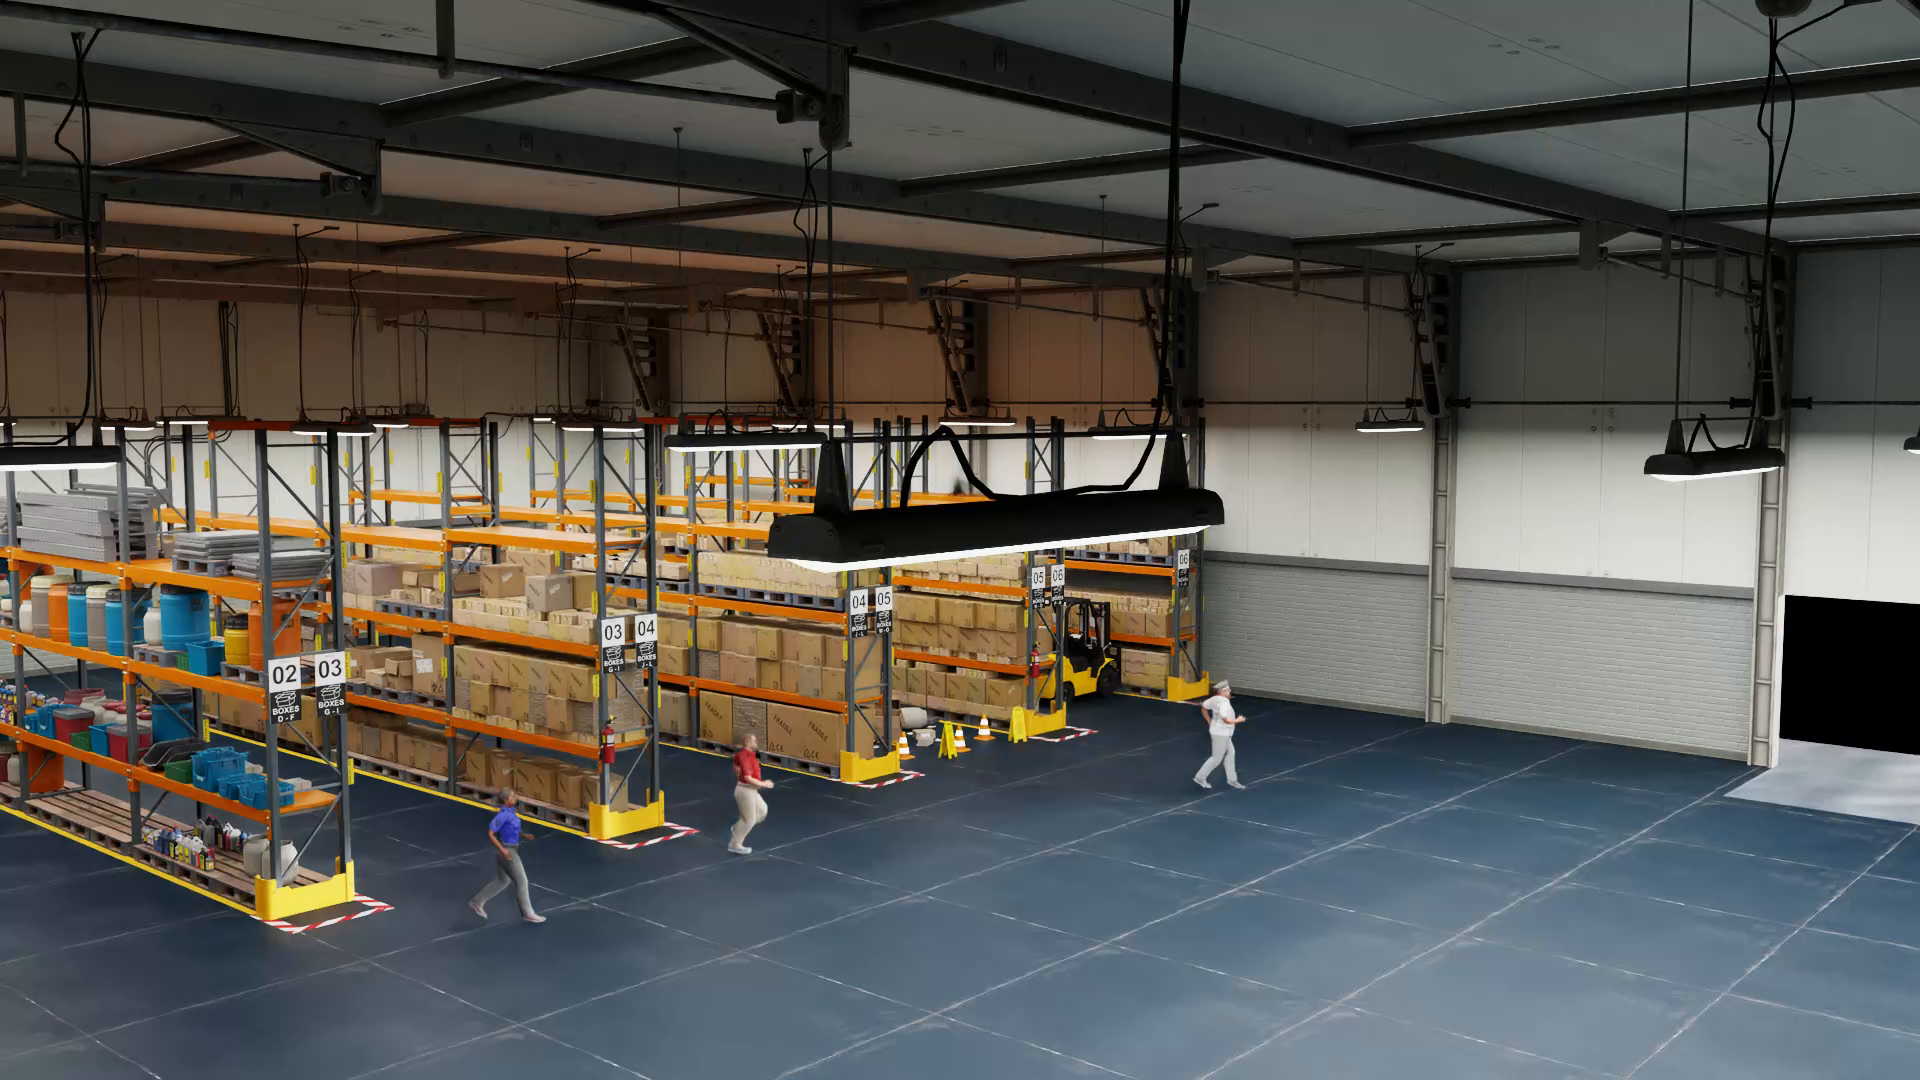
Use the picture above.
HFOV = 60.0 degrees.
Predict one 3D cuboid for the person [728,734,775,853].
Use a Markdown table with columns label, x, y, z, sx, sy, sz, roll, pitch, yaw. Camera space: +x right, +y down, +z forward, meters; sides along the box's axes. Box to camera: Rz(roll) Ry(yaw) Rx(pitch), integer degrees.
| label | x | y | z | sx | sy | sz | roll | pitch | yaw |
| --- | --- | --- | --- | --- | --- | --- | --- | --- | --- |
| person | -2.936 | 3.548 | 23.374 | 0.661 | 1.680 | 0.647 | -1 | 5 | -7 |

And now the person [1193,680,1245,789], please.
| label | x | y | z | sx | sy | sz | roll | pitch | yaw |
| --- | --- | --- | --- | --- | --- | --- | --- | --- | --- |
| person | 4.232 | 3.189 | 27.071 | 0.882 | 1.819 | 0.459 | 0 | 5 | -2 |

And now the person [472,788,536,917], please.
| label | x | y | z | sx | sy | sz | roll | pitch | yaw |
| --- | --- | --- | --- | --- | --- | --- | --- | --- | --- |
| person | -5.524 | 3.825 | 20.122 | 0.775 | 1.472 | 0.589 | -1 | 5 | -13 |
